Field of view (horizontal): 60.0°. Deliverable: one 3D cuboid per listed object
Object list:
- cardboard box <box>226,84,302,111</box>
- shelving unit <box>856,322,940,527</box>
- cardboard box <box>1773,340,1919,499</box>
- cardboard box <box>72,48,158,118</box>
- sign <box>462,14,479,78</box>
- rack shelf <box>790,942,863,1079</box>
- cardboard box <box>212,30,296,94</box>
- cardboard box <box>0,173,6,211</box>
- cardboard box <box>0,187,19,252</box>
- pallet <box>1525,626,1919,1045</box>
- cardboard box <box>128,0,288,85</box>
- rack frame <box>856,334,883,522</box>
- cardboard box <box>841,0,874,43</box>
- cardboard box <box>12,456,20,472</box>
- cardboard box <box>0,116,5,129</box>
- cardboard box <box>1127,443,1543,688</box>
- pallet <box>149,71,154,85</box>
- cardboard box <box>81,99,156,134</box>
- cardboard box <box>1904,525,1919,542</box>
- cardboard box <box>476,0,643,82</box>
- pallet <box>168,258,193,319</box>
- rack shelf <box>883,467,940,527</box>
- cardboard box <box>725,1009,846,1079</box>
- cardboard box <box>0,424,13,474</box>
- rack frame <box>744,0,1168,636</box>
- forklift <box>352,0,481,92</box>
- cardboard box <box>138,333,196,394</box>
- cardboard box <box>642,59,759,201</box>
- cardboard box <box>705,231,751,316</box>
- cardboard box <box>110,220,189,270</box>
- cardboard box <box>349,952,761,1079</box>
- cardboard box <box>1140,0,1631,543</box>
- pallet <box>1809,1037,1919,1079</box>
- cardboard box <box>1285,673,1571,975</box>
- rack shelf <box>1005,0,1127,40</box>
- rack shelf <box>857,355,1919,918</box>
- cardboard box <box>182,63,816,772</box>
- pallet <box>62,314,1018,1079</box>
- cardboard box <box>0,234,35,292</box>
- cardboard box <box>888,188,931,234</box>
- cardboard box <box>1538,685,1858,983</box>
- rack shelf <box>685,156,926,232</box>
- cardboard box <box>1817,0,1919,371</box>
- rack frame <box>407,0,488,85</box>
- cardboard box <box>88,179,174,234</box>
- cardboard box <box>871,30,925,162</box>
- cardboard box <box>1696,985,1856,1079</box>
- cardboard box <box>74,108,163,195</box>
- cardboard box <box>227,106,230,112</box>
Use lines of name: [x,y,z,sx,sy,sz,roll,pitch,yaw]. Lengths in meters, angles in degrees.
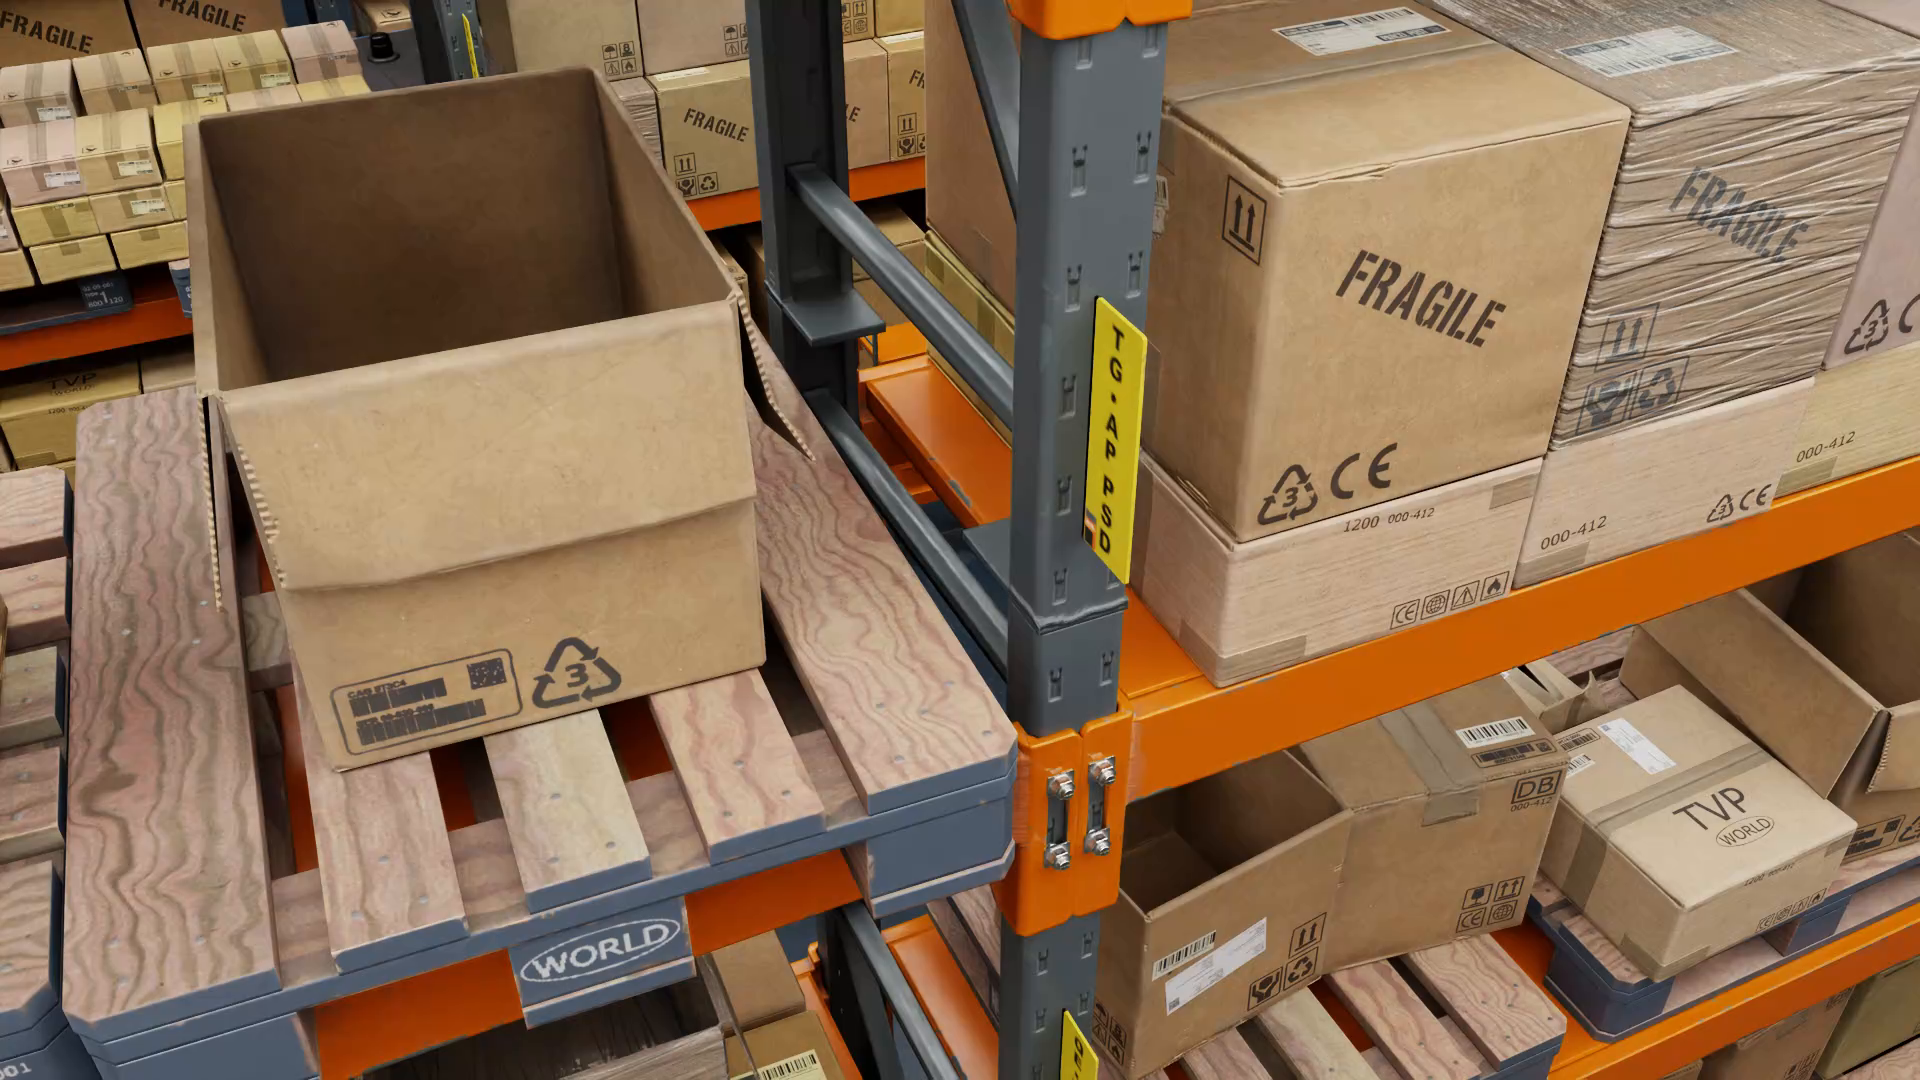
cardboard box: [-2.551,-1.536,6.162,0.250,0.149,0.380,-16,39,-20]
shelving unit: [-0.150,-0.440,6.836,0.503,1.200,0.258,-16,39,-20]
cardboard box: [1.402,-0.354,2.817,0.500,0.250,0.500,-15,39,-19]
cardboard box: [-3.280,-1.761,6.465,0.250,0.149,0.380,-17,40,-22]
sign: [-1.834,-1.806,6.261,0.005,0.325,0.100,-16,39,-20]
rack shelf: [-1.868,1.833,2.865,4.000,0.370,1.077,-16,39,-20]
cardboard box: [-2.816,-1.887,6.636,0.250,0.149,0.380,-17,40,-21]
cardboard box: [-3.494,-1.272,5.806,0.250,0.149,0.380,-14,39,-18]
cardboard box: [-3.494,-1.152,5.894,0.250,0.149,0.380,-15,39,-19]
pallet: [1.717,0.592,4.096,1.213,0.211,1.003,-16,39,-20]
cardboard box: [-4.929,-3.492,10.871,0.875,0.875,0.875,-16,39,-20]
rack frame: [-0.371,-0.378,6.753,0.015,1.200,0.240,-16,39,-20]
cardboard box: [-0.742,-2.473,7.142,0.500,0.500,0.700,-16,40,-21]
cardboard box: [-3.966,-0.134,6.658,0.500,0.500,0.500,-15,39,-19]
cardboard box: [-3.763,-1.623,6.280,0.250,0.149,0.380,-14,39,-19]
cardboard box: [0.476,-0.089,2.459,0.500,0.250,0.500,-15,39,-19]
pallet: [-5.014,-3.028,11.155,1.213,0.211,1.003,-16,39,-20]
cardboard box: [-3.309,-1.633,6.542,0.250,0.149,0.380,-15,39,-20]
cardboard box: [2.785,-0.259,4.225,1.000,1.000,1.000,-15,39,-20]
cardboard box: [-1.663,-2.213,6.792,0.500,0.500,0.700,-16,39,-20]
pallet: [-2.673,-1.348,6.710,1.003,0.211,1.213,-16,39,-20]
rack shelf: [-0.150,-0.226,6.994,0.480,0.148,0.258,-16,39,-20]
cardboard box: [-0.399,1.256,2.955,0.500,0.500,0.500,-14,39,-19]
cardboard box: [-3.969,-0.424,6.419,0.500,0.250,0.500,-14,39,-18]
rack frame: [-0.057,-1.372,1.546,0.127,3.000,1.000,-16,39,-20]
forklift: [-2.098,-3.186,9.086,3.031,2.935,1.130,-19,40,-23]
cardboard box: [-3.034,-0.680,6.766,0.500,0.250,0.500,-15,39,-19]
cardboard box: [-1.093,-1.801,7.077,0.500,0.500,0.500,-16,39,-20]
cardboard box: [-1.484,-1.033,7.661,0.750,0.750,1.050,-16,40,-21]
cardboard box: [-3.010,-1.169,6.167,0.250,0.149,0.380,-16,40,-21]
cardboard box: [-0.726,0.771,2.767,0.637,0.503,0.797,-14,39,-18]
cardboard box: [0.477,-0.388,2.234,0.500,0.500,0.500,-15,39,-20]
pallet: [2.859,1.343,5.262,1.213,0.211,1.003,-16,39,-20]
cardboard box: [0.877,0.475,3.655,0.500,0.500,0.700,-10,38,-13]
rack shelf: [-1.868,-0.416,1.197,4.000,0.370,1.077,-16,39,-20]
rack shelf: [1.753,-0.384,3.336,4.000,0.370,1.077,-16,39,-20]
cardboard box: [-0.579,-0.184,2.023,0.637,0.503,0.797,-13,39,-17]
pallet: [-0.618,0.100,2.237,1.003,0.211,1.213,-14,39,-18]
cardboard box: [-3.488,-1.036,5.987,0.250,0.149,0.380,-14,39,-19]
cardboard box: [0.149,-1.493,8.280,0.750,0.750,1.050,-16,39,-20]
cardboard box: [1.558,0.629,3.657,0.500,0.250,0.500,-17,40,-21]
rack shelf: [-0.263,-1.880,7.871,4.000,0.370,1.077,-16,39,-20]
cardboard box: [1.390,-0.646,2.581,0.500,0.500,0.500,-17,40,-21]
rack frame: [-2.073,-1.663,6.974,0.127,3.000,1.000,-16,39,-20]
cardboard box: [-3.032,-1.280,6.066,0.250,0.149,0.380,-16,39,-20]
cardboard box: [-0.184,-2.053,7.417,0.500,0.500,0.500,-16,39,-20]
cardboard box: [2.053,1.249,4.777,0.500,0.500,0.700,-19,41,-24]
cardboard box: [-3.028,-1.400,5.978,0.250,0.149,0.380,-14,39,-19]
cardboard box: [-2.841,-1.766,6.722,0.250,0.149,0.380,-14,39,-18]
